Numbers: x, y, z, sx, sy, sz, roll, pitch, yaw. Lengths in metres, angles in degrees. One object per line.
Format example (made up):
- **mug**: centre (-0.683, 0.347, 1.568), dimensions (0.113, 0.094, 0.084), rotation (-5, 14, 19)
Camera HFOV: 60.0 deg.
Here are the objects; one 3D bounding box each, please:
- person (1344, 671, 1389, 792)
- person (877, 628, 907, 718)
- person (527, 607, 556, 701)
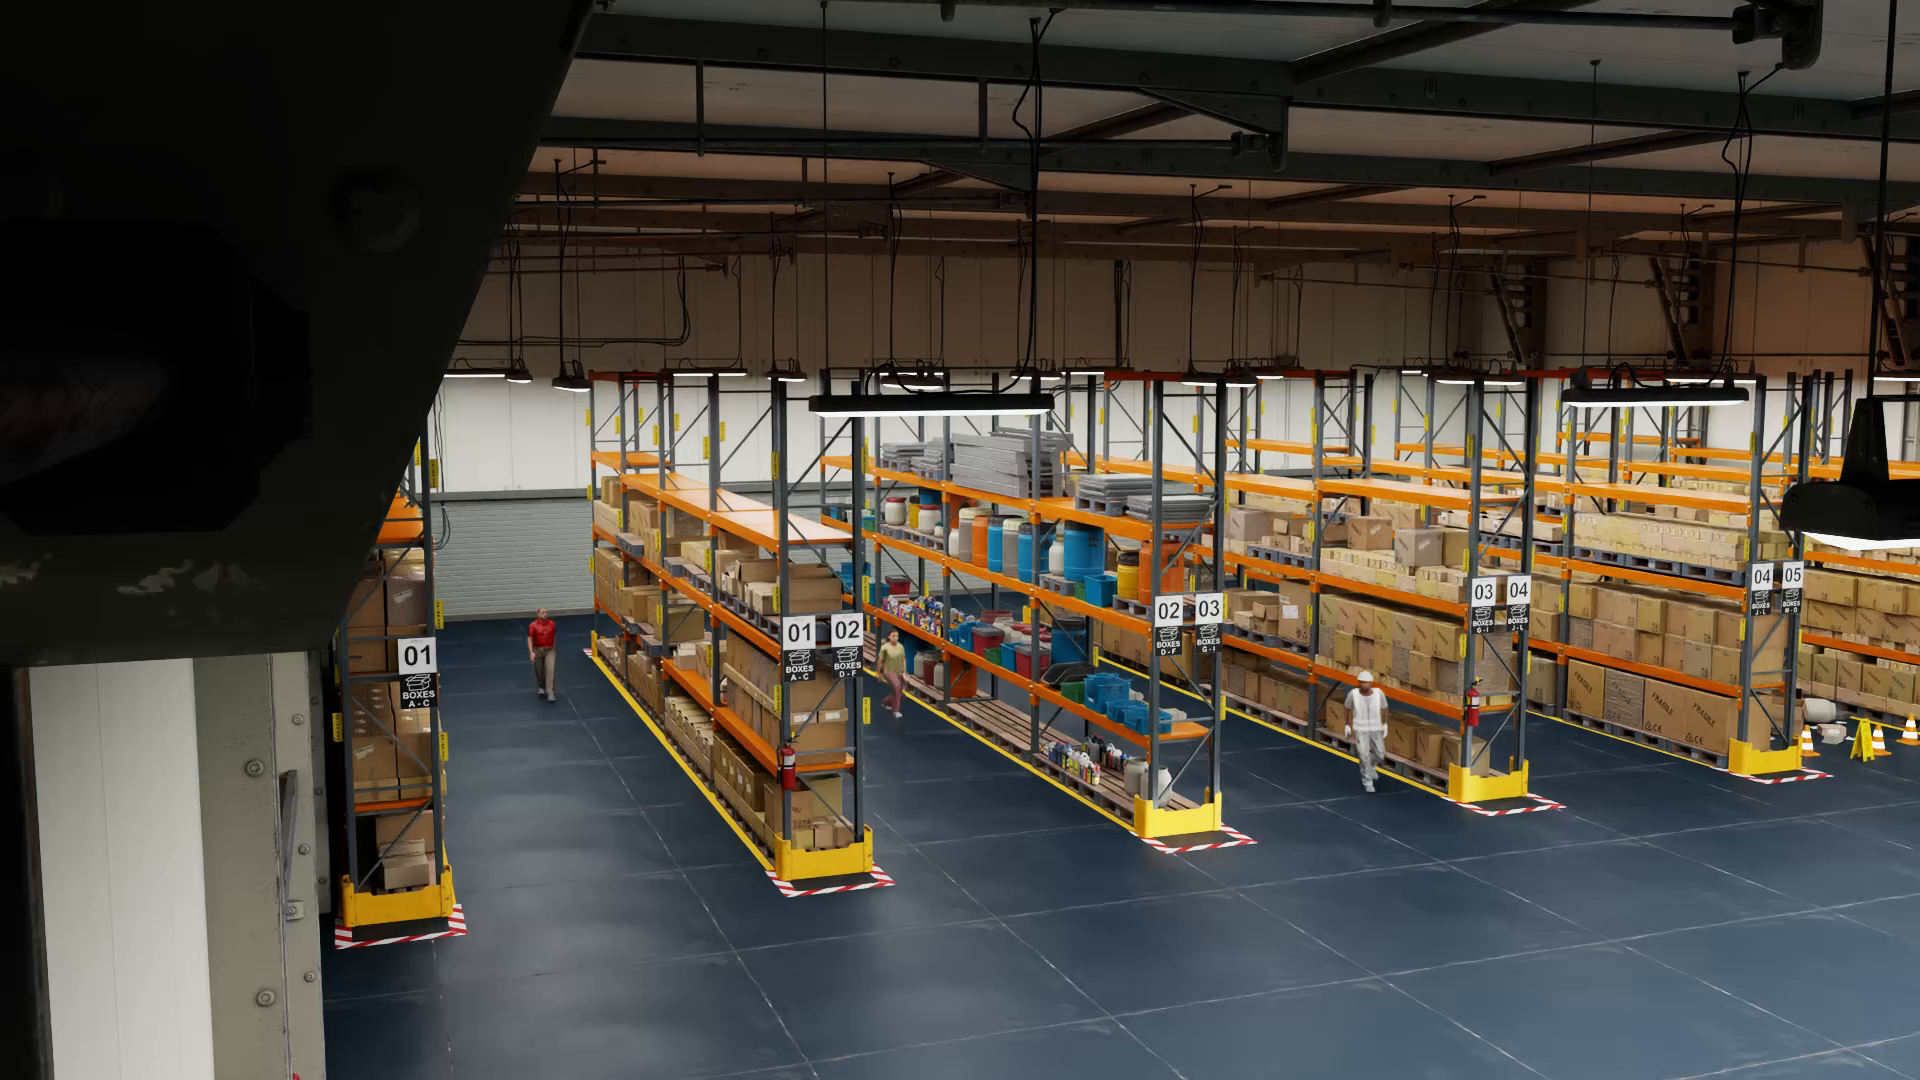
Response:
- **person**: centre (5.928, 2.760, 24.275), dimensions (0.607, 1.753, 0.665), rotation (0, 6, -1)
- **person**: centre (-1.094, 2.205, 28.082), dimensions (0.463, 1.444, 0.988), rotation (-4, 8, -33)
- **person**: centre (-7.683, 2.069, 30.532), dimensions (0.509, 1.661, 1.024), rotation (-2, 7, -15)
